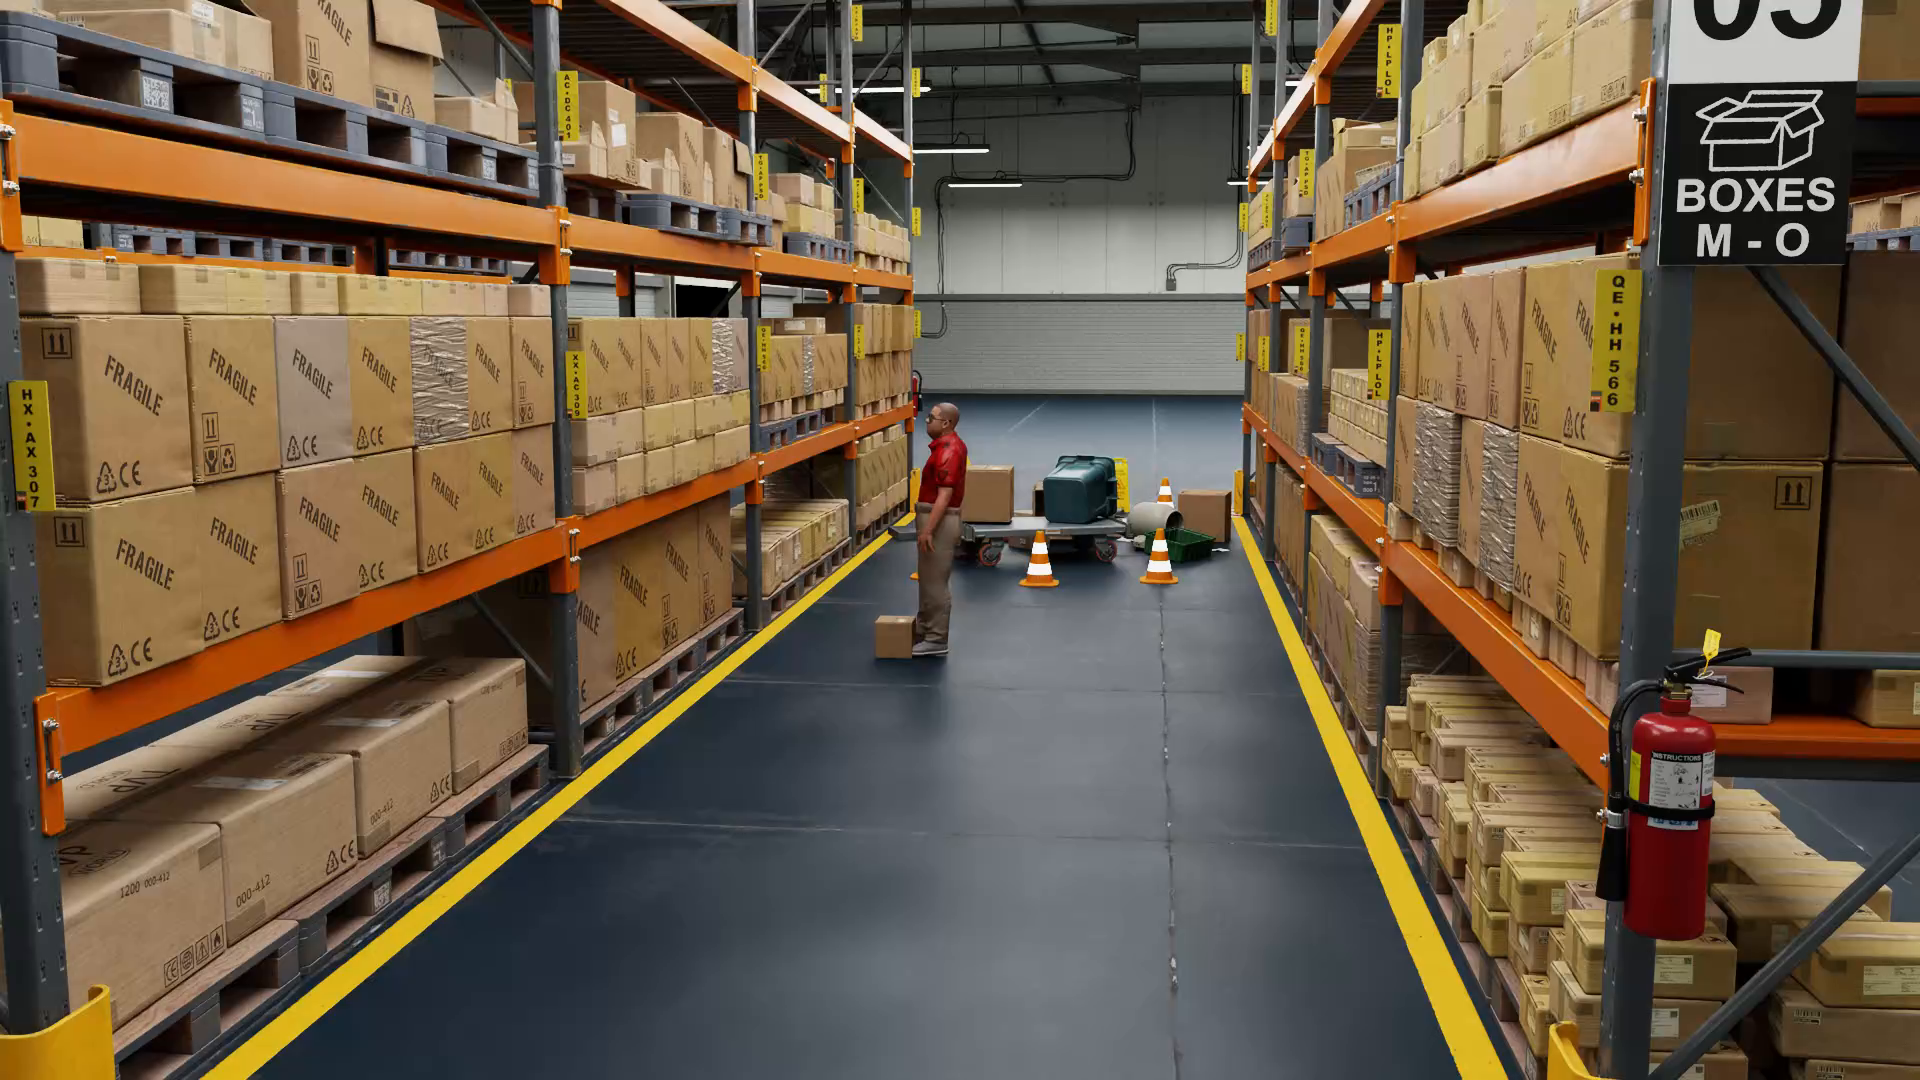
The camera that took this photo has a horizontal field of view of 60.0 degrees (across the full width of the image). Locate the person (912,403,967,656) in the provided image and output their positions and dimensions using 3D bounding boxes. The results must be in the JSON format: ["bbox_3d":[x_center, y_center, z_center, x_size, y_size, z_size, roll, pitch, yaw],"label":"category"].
[{"bbox_3d":[-0.237,-0.075,11.348,0.550,1.728,0.640,1,8,6],"label":"person"}]
